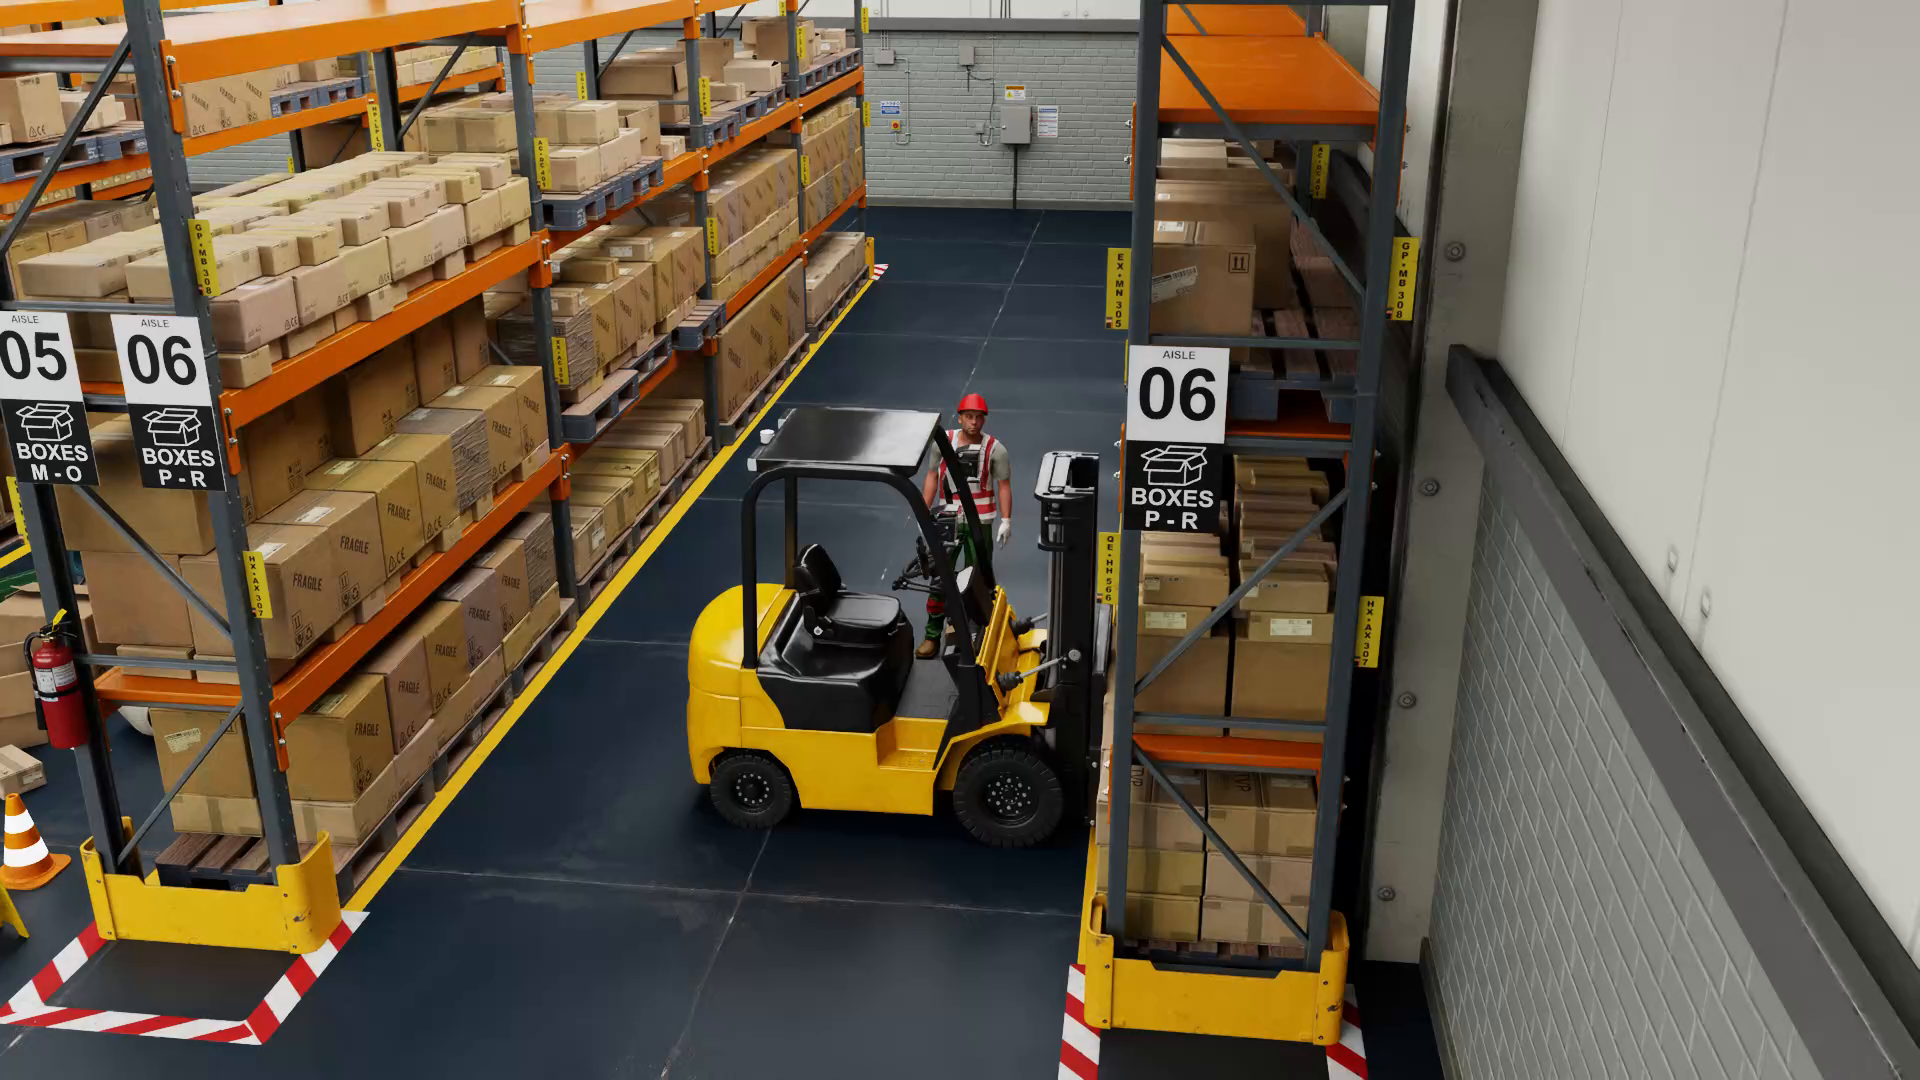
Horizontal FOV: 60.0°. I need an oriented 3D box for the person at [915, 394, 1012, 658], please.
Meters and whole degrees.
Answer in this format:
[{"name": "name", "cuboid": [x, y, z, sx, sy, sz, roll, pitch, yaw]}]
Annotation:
[{"name": "person", "cuboid": [0.024, -0.093, 11.265, 0.638, 1.787, 0.564, 2, 21, 6]}]
